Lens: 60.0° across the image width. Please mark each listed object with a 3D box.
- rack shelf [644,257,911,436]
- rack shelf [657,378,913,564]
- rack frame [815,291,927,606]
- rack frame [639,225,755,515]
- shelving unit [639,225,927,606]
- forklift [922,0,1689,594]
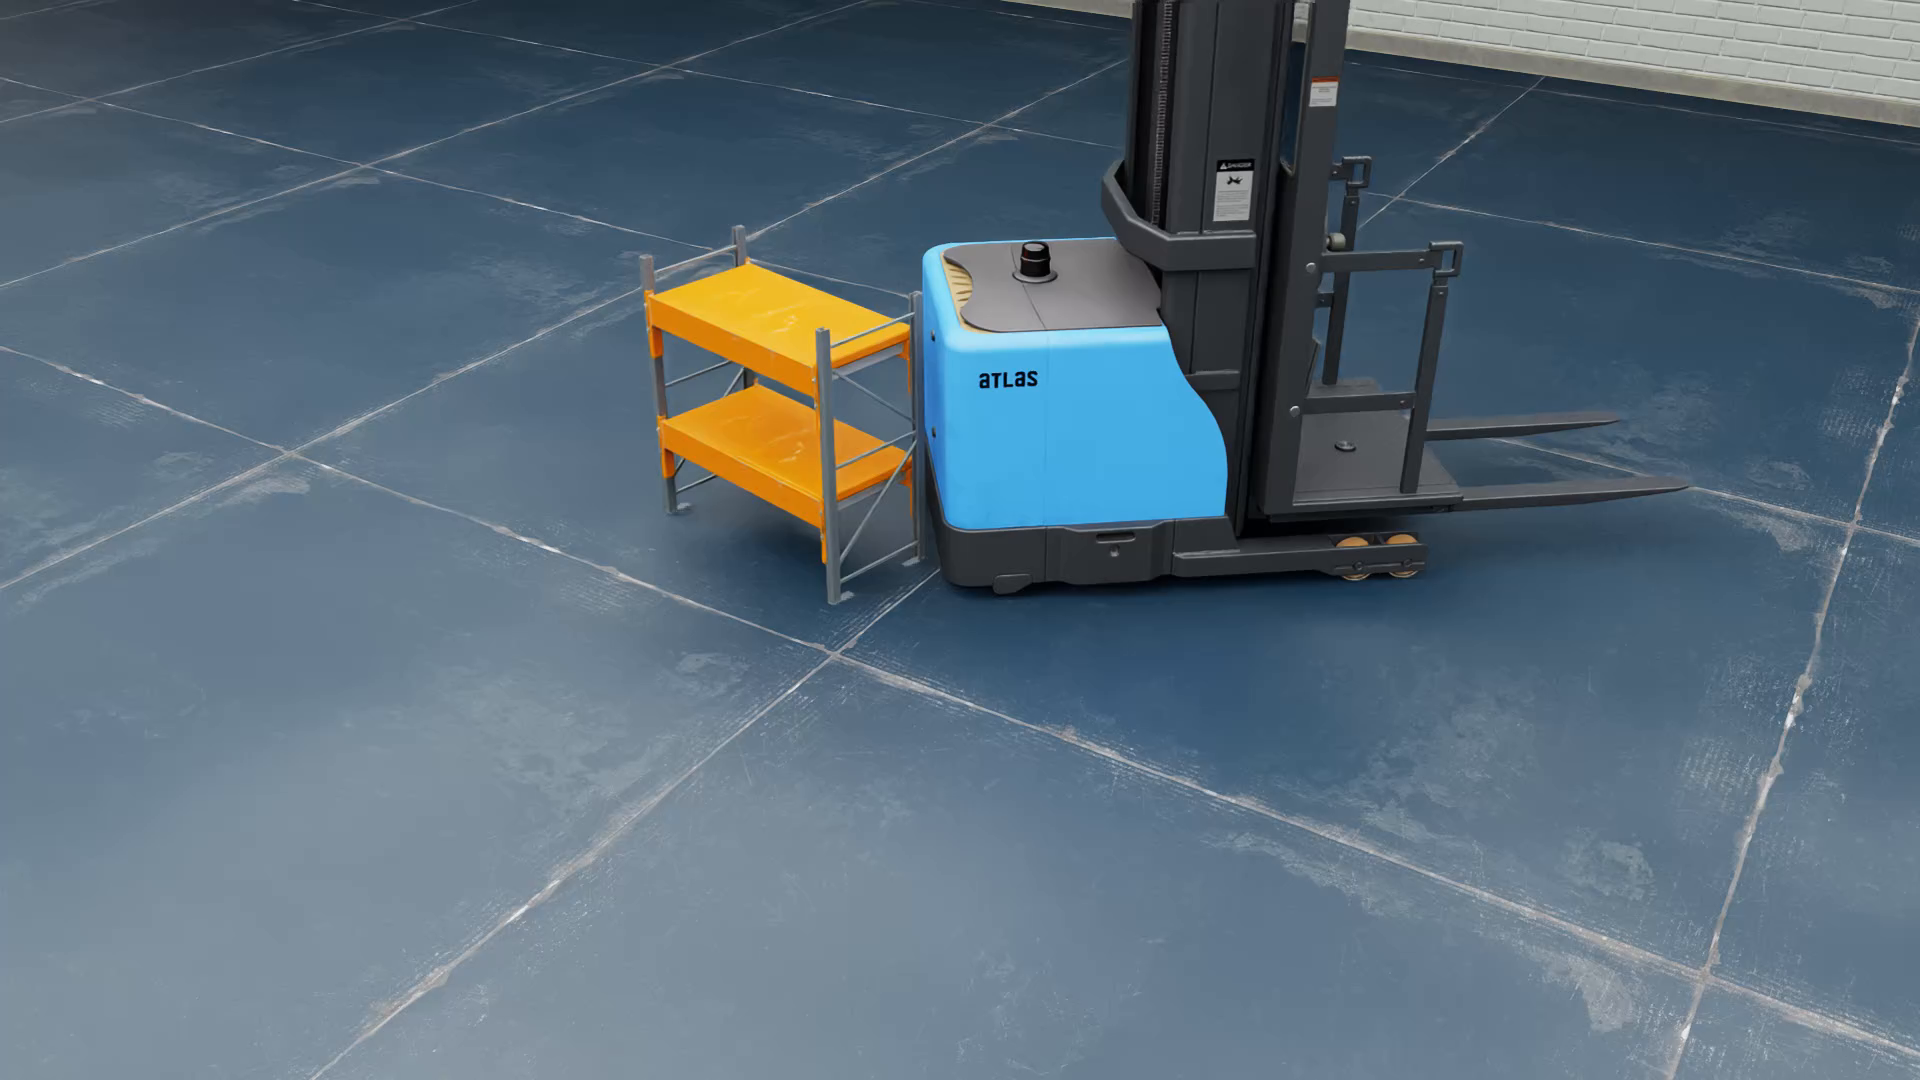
[{"bbox_3d":[-0.684,-0.761,6.358,1.000,0.278,0.538,26,39,37],"label":"rack shelf"},{"bbox_3d":[-0.684,-0.297,6.628,1.000,0.278,0.538,26,39,37],"label":"rack shelf"},{"bbox_3d":[-0.319,-0.330,6.199,0.032,1.125,0.500,26,39,37],"label":"rack frame"},{"bbox_3d":[-1.048,-0.687,6.811,0.032,1.125,0.500,26,39,37],"label":"rack frame"},{"bbox_3d":[-0.684,-0.508,6.505,1.048,1.125,0.538,26,39,37],"label":"shelving unit"},{"bbox_3d":[1.391,-1.370,6.190,3.031,2.935,1.130,-3,30,-6],"label":"forklift"}]
